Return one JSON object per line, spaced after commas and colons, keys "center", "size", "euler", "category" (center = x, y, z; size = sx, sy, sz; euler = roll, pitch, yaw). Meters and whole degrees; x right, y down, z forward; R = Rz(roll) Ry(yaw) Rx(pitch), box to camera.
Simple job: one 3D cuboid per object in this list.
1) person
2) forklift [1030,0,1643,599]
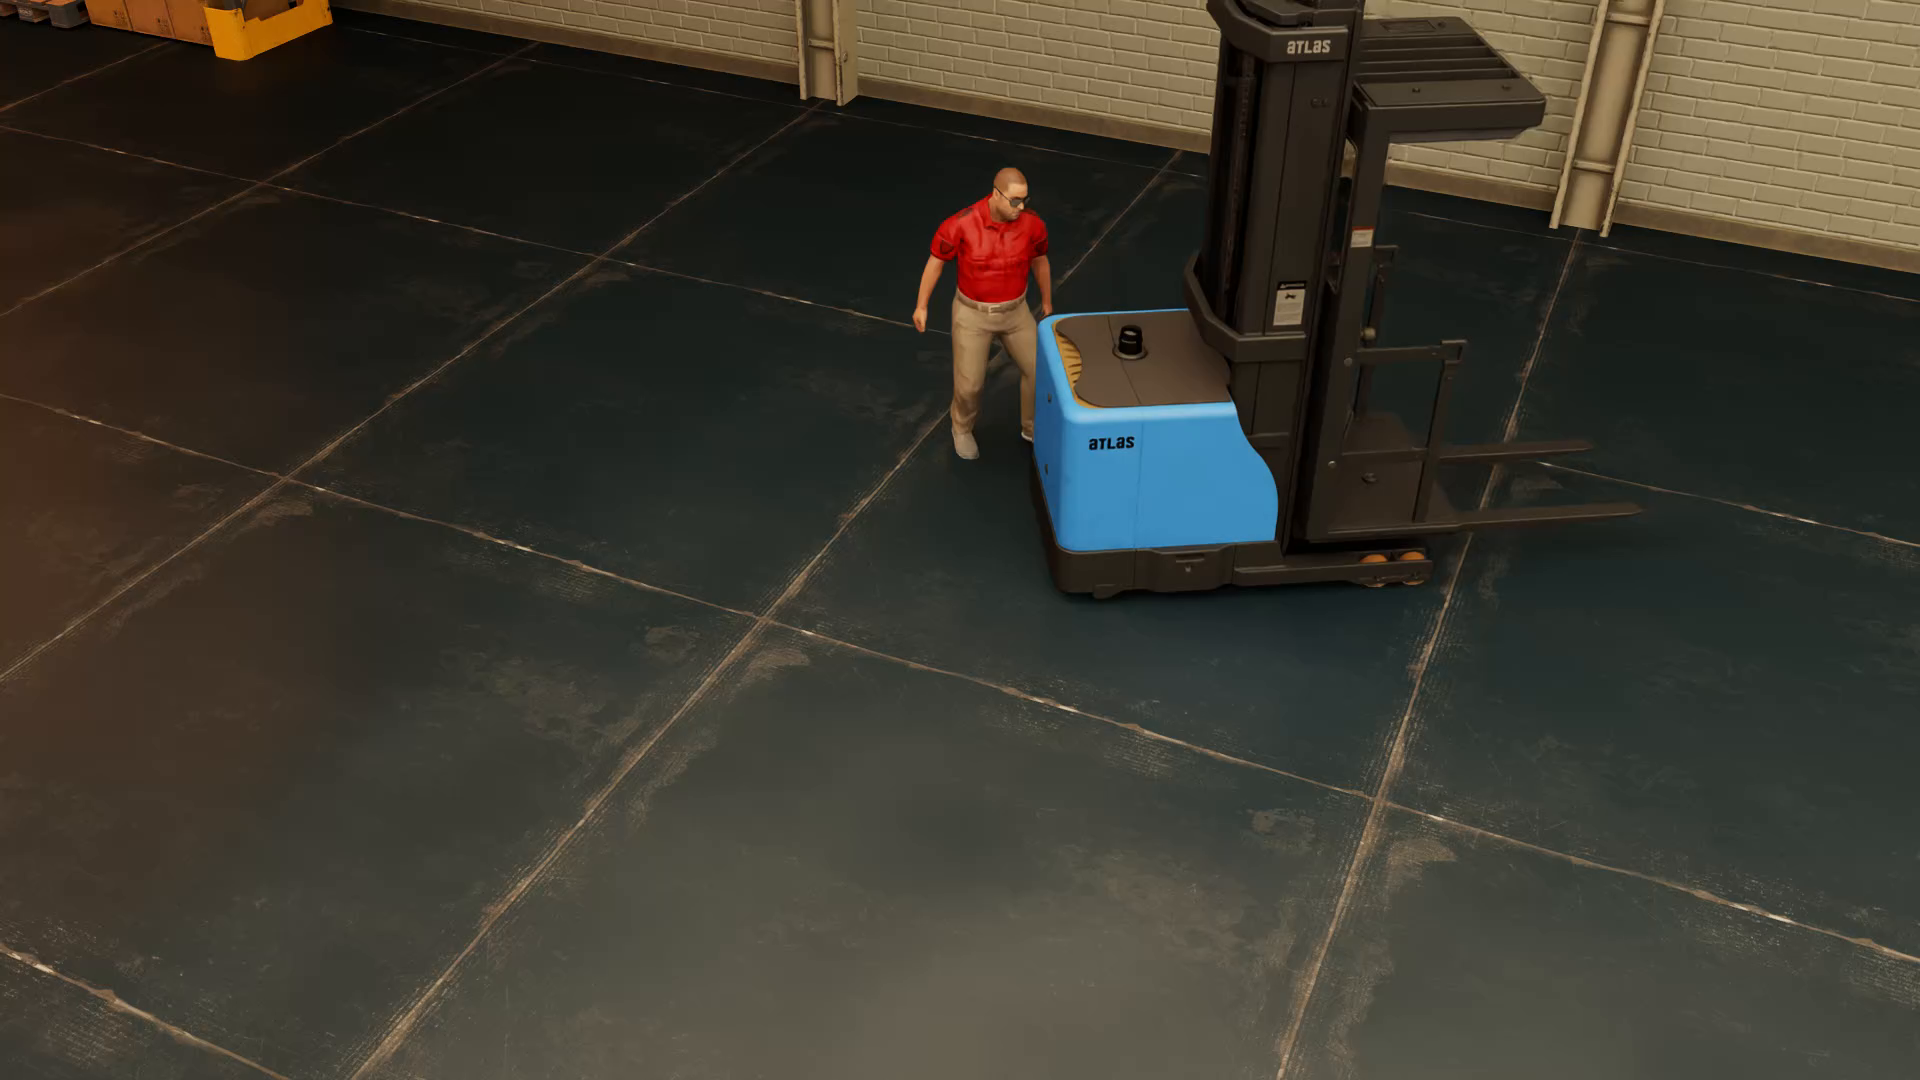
{"center": [0.194, -1.211, 8.872], "size": [0.885, 1.702, 0.416], "euler": [-7, 36, -10], "category": "person"}
{"center": [1.925, -1.260, 7.853], "size": [3.031, 2.935, 1.130], "euler": [-3, 36, -5], "category": "forklift"}
